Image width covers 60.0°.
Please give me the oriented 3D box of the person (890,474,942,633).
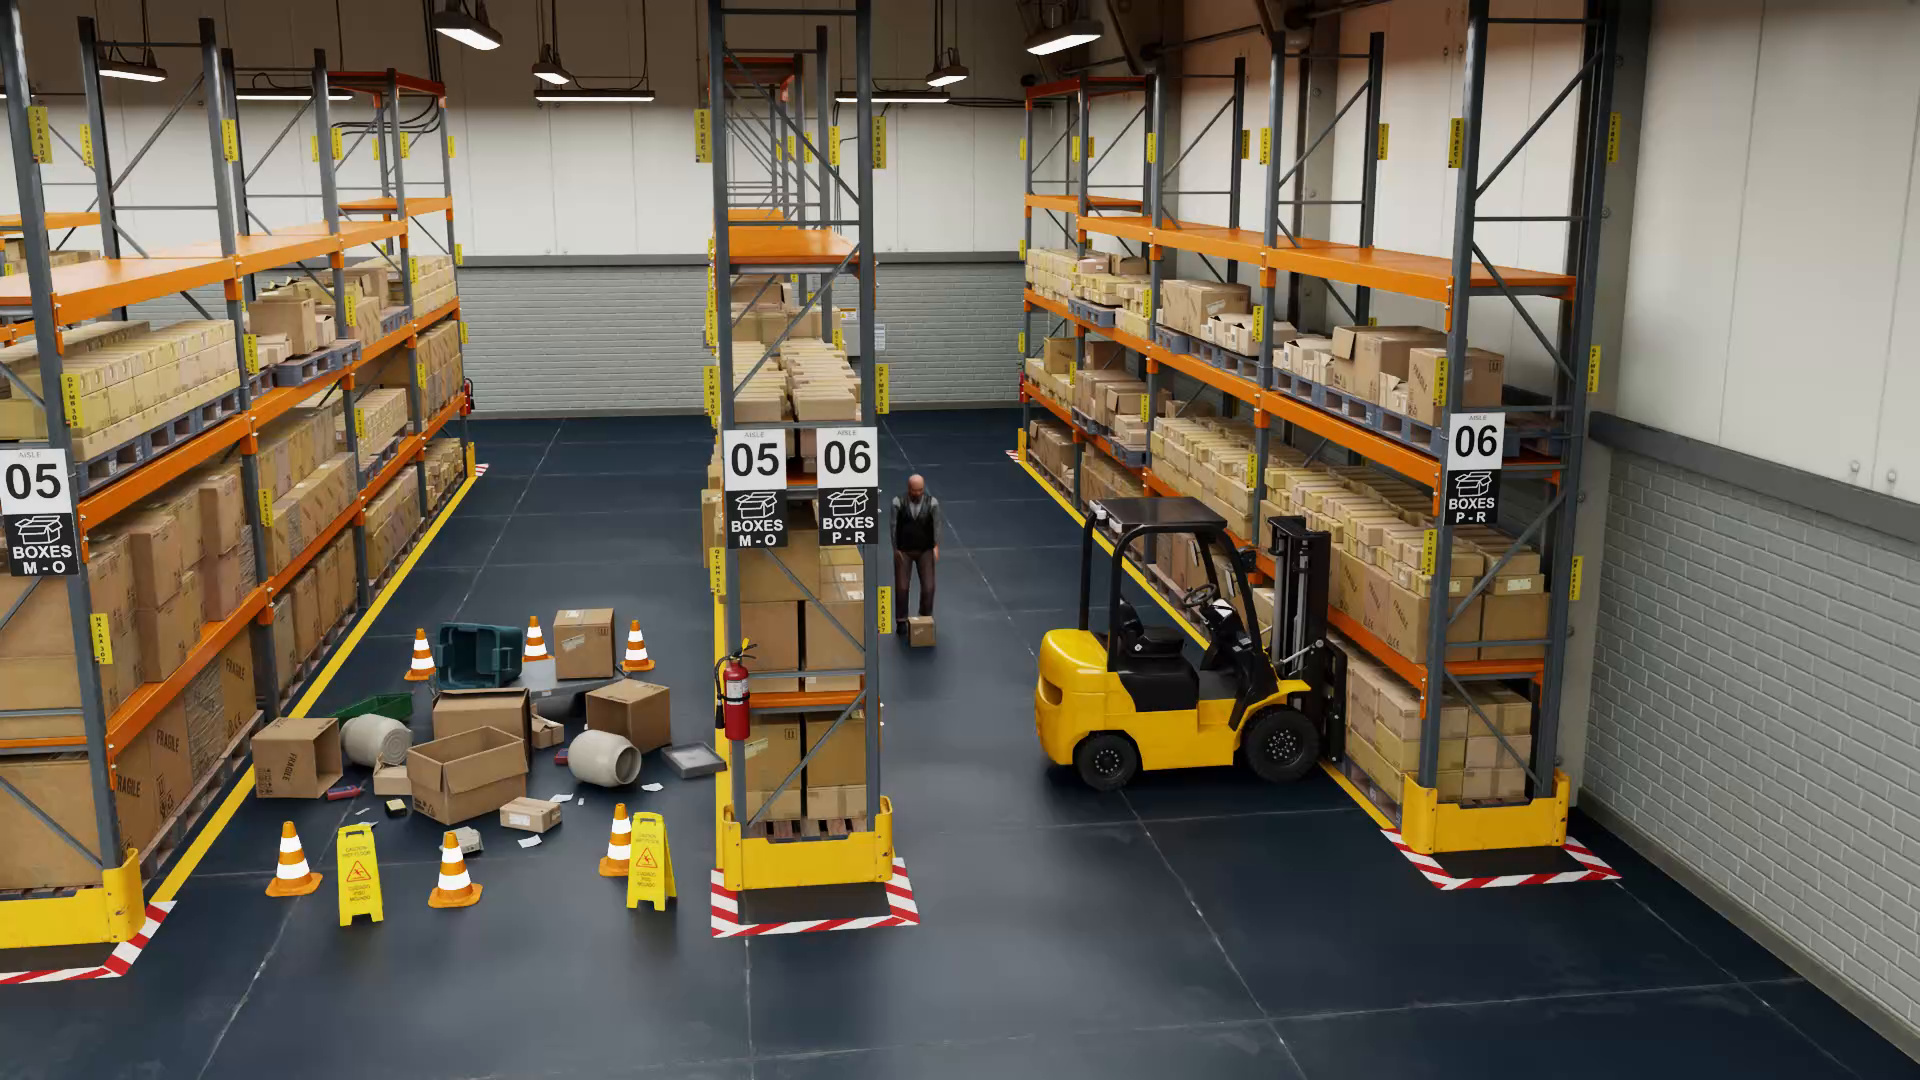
[{"bbox_3d":[-0.463,0.132,17.543,0.546,1.697,0.385,-2,13,-7],"label":"person"}]
